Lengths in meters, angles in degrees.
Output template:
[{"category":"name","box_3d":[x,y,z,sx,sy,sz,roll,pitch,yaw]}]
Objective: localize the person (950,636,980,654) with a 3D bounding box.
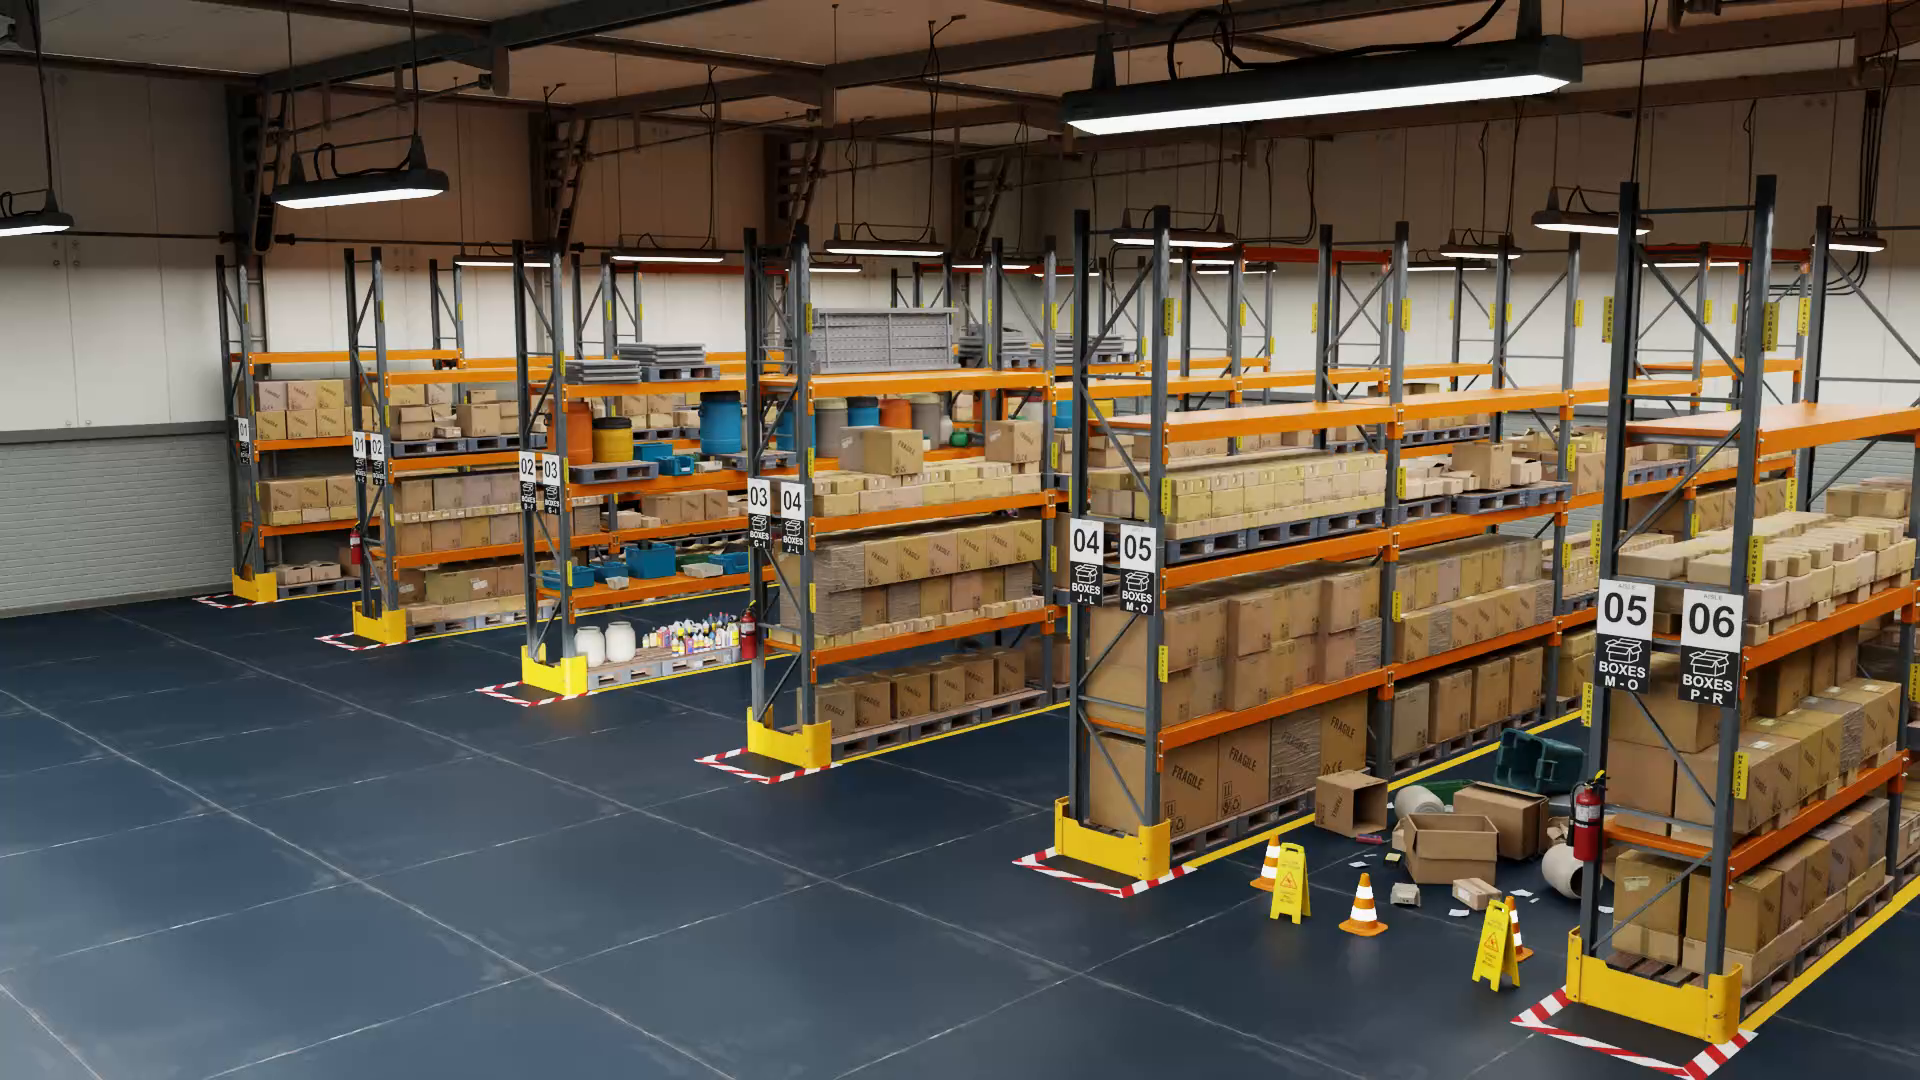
[{"category":"person","box_3d":[0.100,1.052,23.221,0.598,1.626,0.671,6,10,38]}]
